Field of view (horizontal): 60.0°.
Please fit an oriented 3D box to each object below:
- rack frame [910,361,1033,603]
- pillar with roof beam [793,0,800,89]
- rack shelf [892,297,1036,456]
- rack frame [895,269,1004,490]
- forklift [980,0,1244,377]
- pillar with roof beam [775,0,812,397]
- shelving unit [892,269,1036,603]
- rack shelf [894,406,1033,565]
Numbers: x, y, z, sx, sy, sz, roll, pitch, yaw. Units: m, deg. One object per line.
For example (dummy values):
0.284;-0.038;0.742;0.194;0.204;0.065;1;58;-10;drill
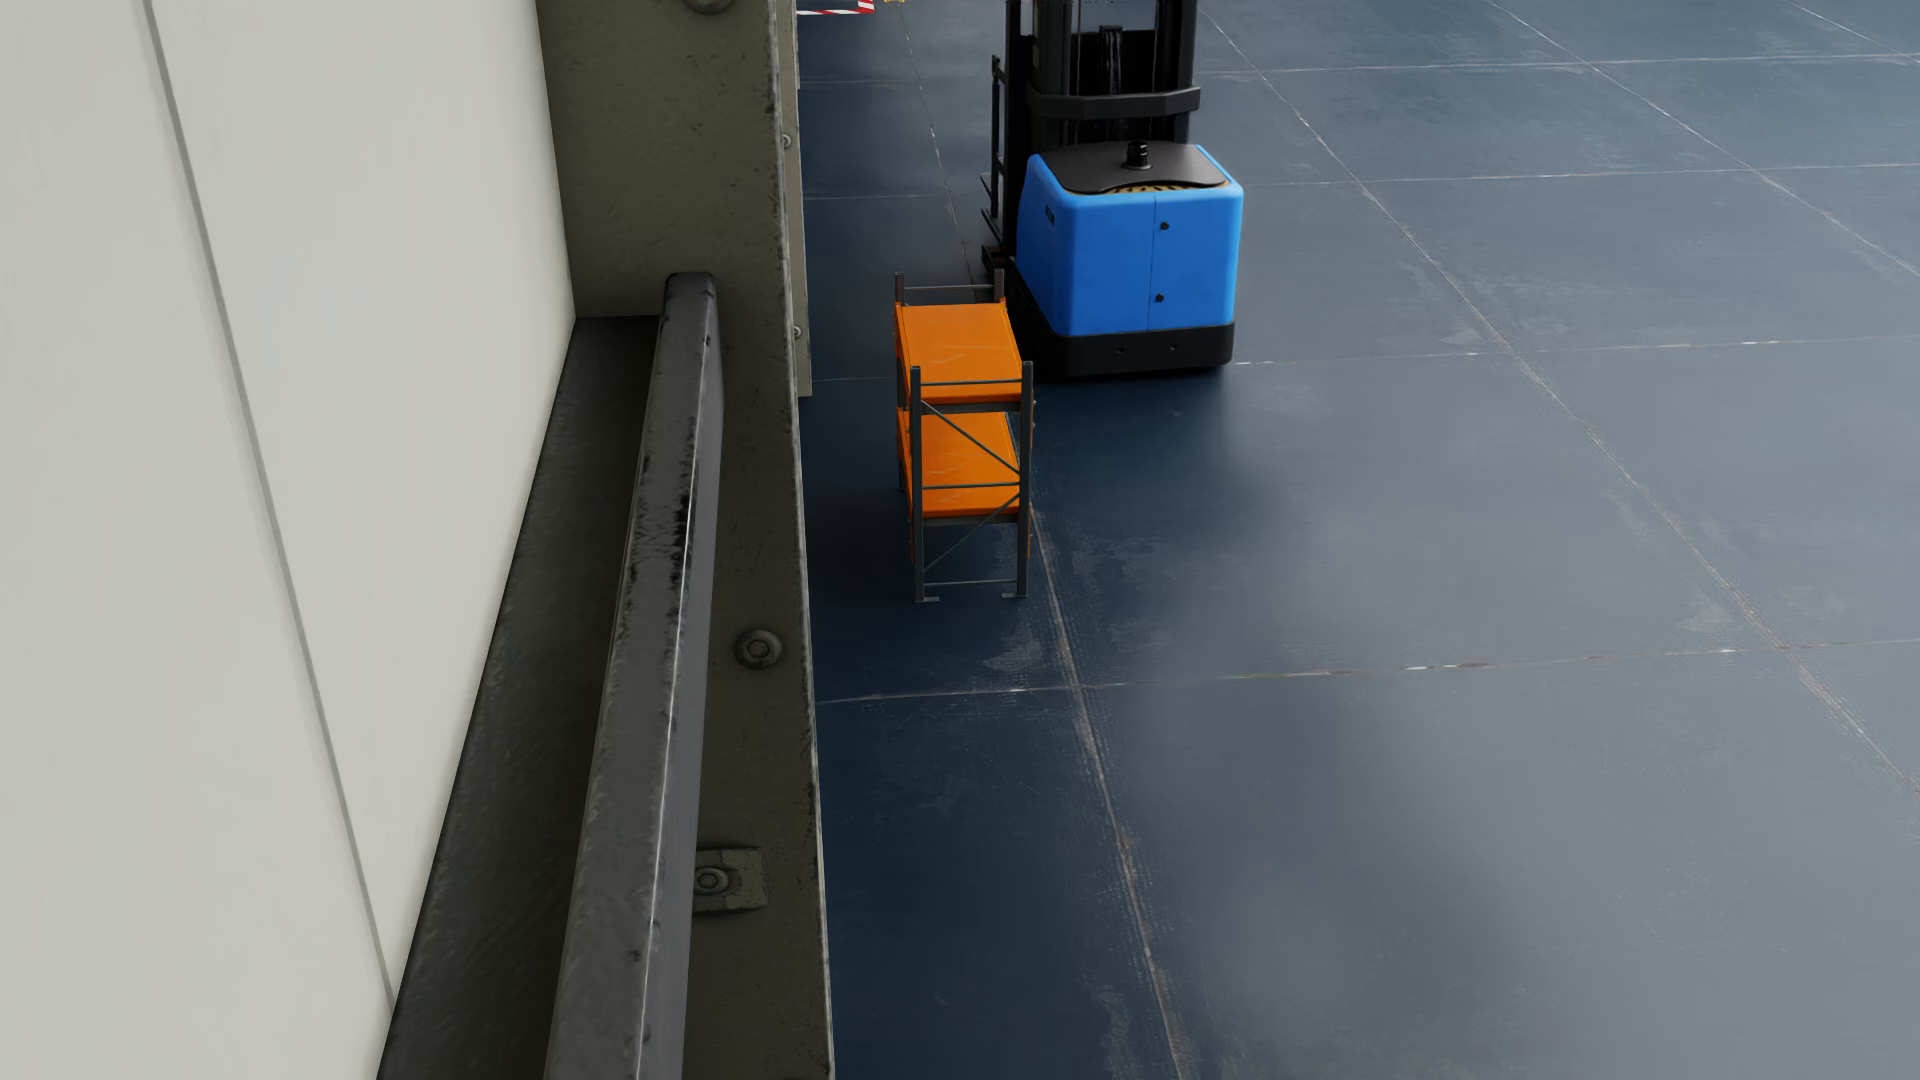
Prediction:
0.047;-0.227;7.033;0.500;1.125;0.032;-3;31;-5;rack frame
2.747;-8.012;12.388;9.100;9.000;0.400;-3;31;-5;pillar with roof beam
-0.001;-0.738;7.317;0.538;0.278;1.000;-3;31;-5;rack shelf
-0.048;-0.746;7.902;0.500;1.125;0.032;-3;31;-5;rack frame
0.751;-2.891;9.731;1.130;2.935;3.031;-5;31;-9;forklift
3.308;-4.948;7.259;9.100;9.000;0.400;-3;31;-5;pillar with roof beam
-0.001;-0.486;7.467;0.538;1.125;1.048;-3;31;-5;shelving unit
-0.001;-0.276;7.593;0.538;0.278;1.000;-3;31;-5;rack shelf
